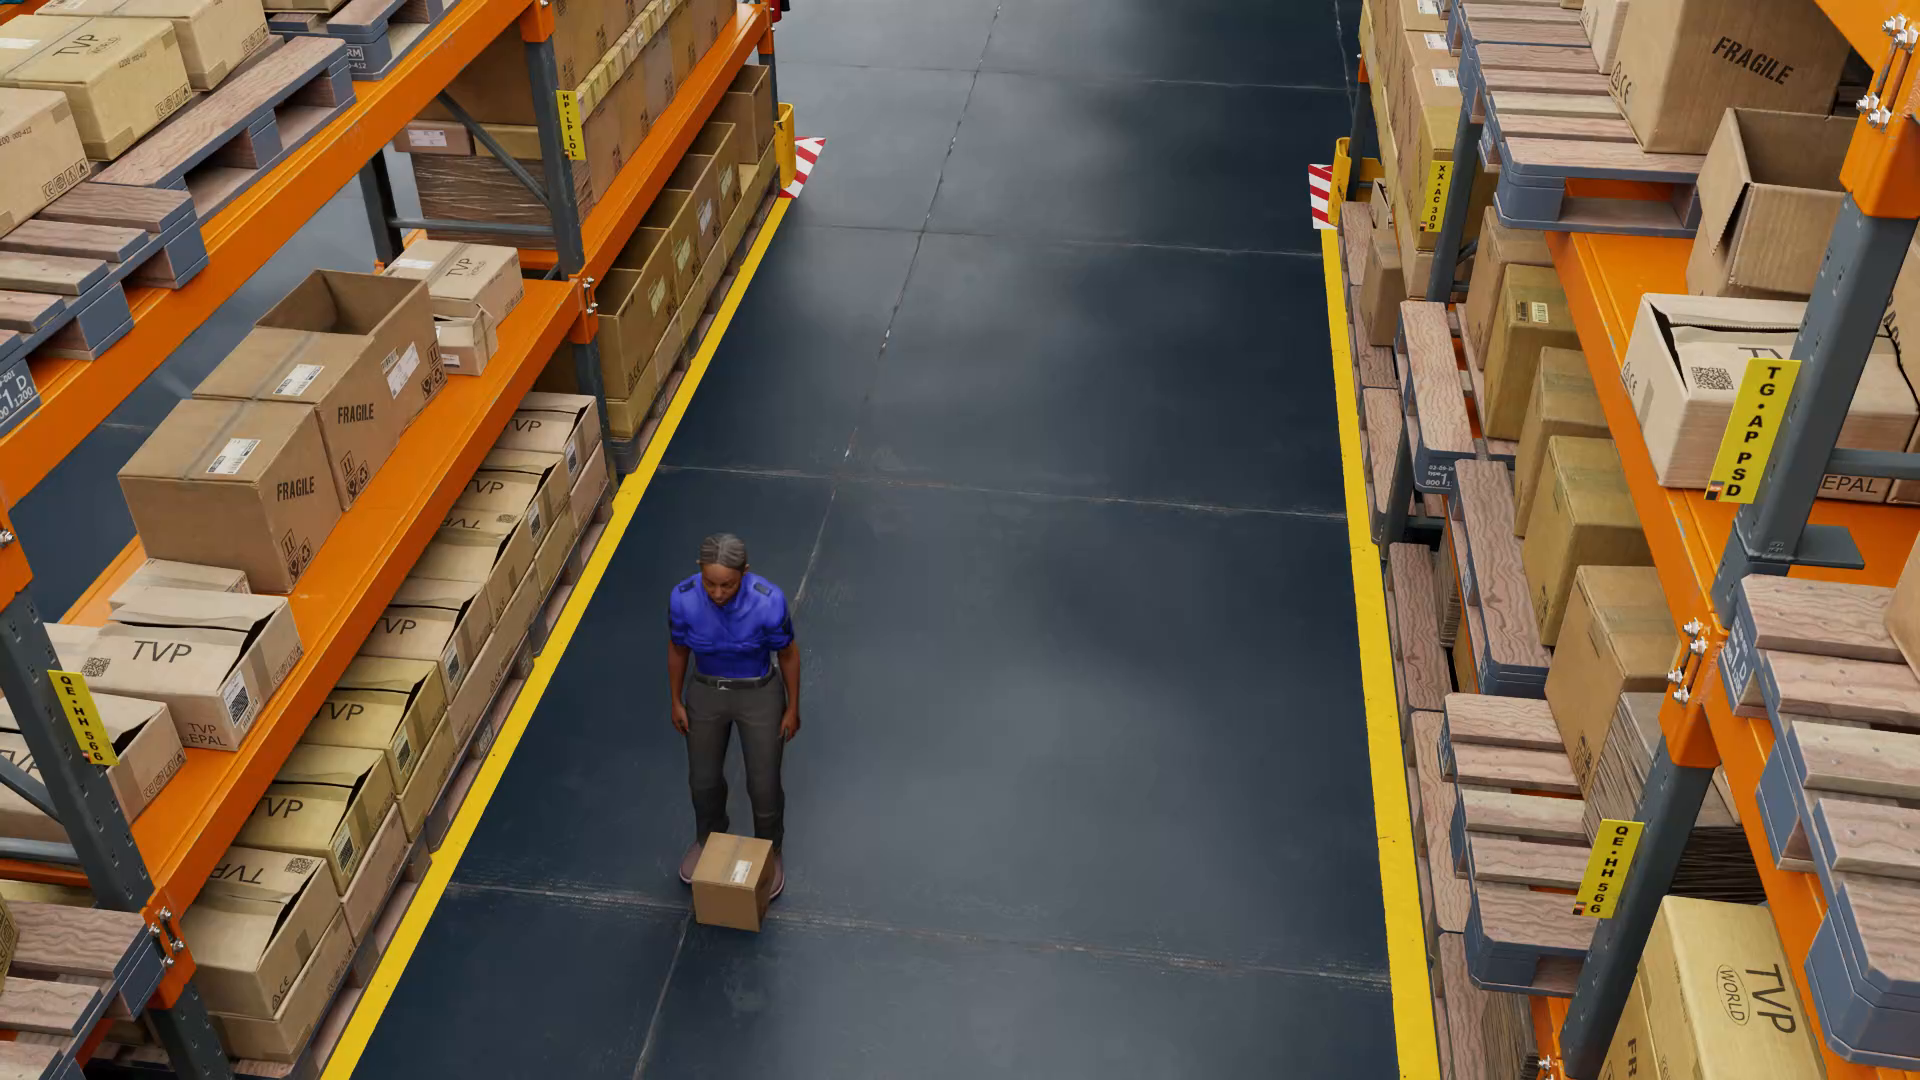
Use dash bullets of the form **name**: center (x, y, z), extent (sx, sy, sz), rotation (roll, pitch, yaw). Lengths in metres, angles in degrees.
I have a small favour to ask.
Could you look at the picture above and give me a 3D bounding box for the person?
- **person**: center (-0.852, 0.632, 6.185), extent (0.521, 1.653, 0.402), rotation (3, 36, 3)
